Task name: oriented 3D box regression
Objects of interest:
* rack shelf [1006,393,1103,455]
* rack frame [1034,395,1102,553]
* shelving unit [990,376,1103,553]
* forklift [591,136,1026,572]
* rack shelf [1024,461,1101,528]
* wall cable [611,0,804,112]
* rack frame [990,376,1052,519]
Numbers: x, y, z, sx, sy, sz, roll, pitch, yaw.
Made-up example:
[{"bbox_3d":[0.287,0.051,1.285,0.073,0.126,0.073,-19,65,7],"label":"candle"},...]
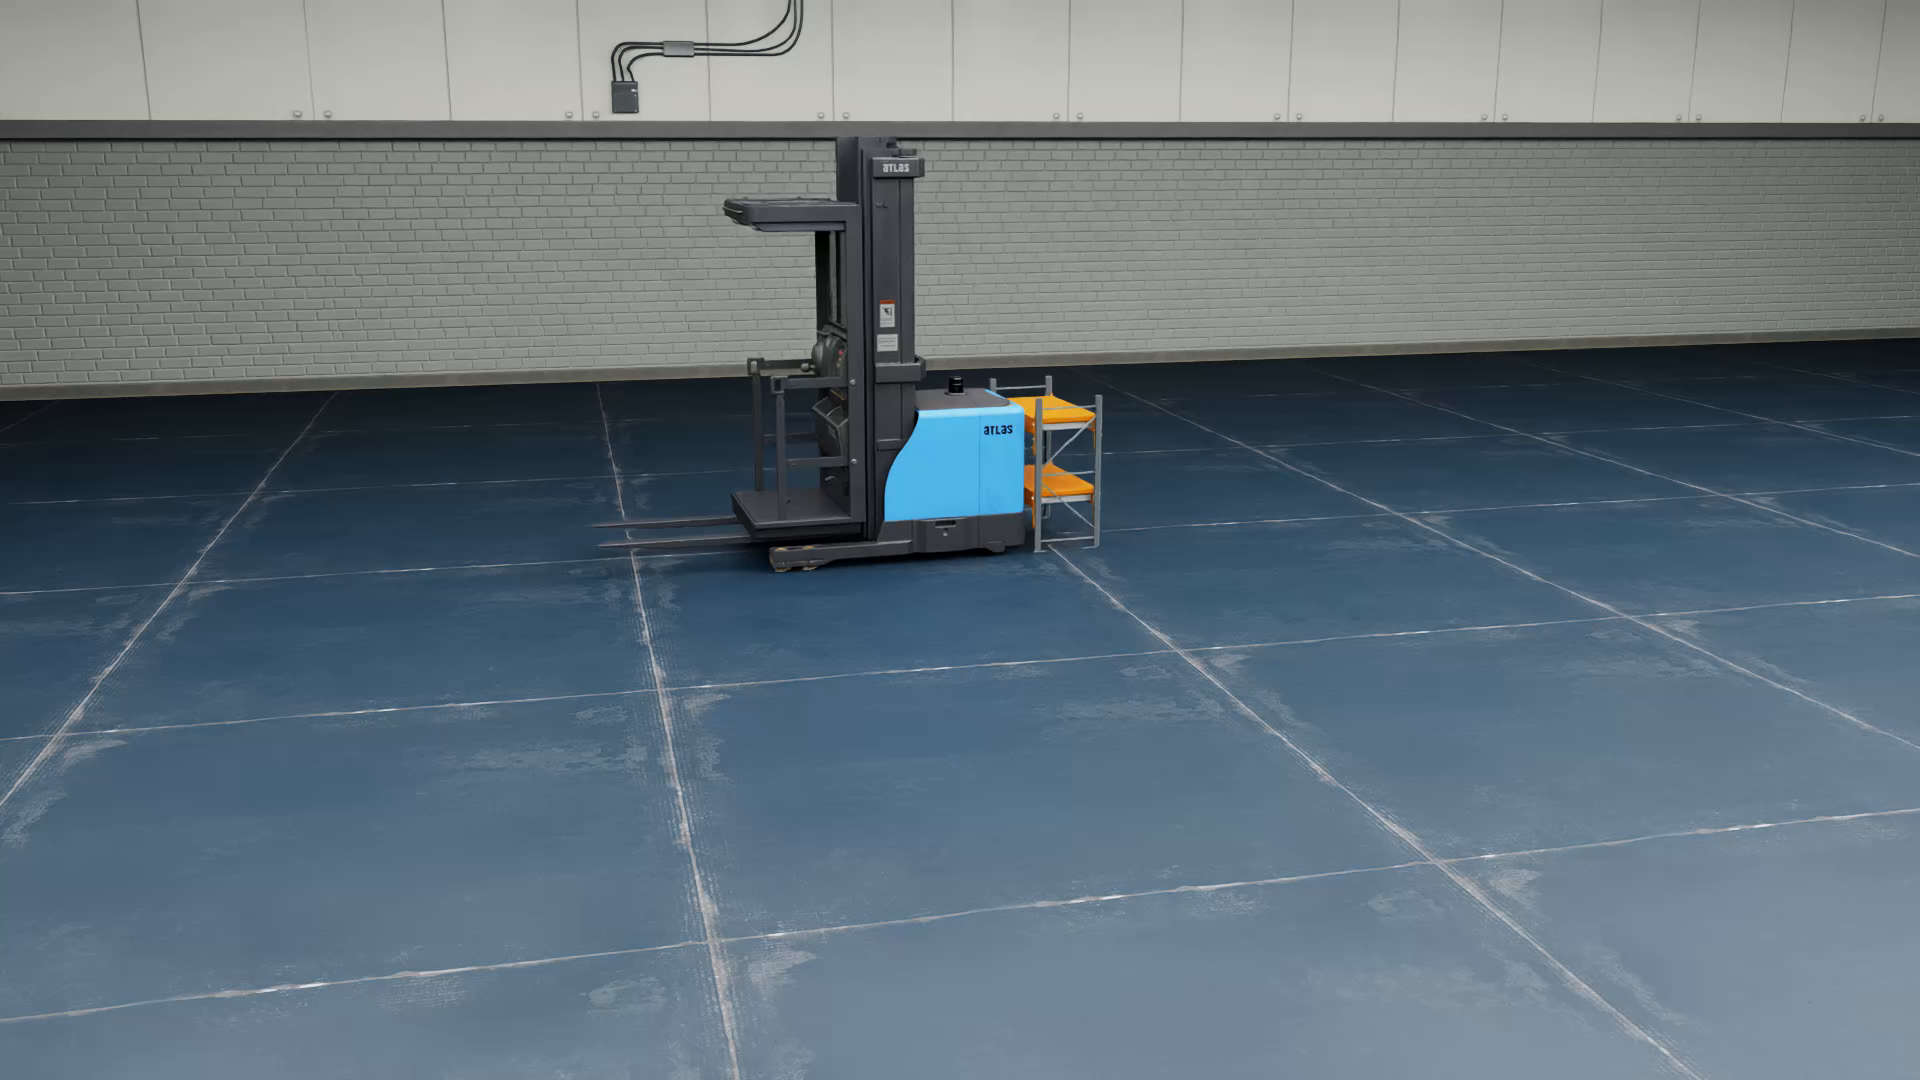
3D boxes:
[{"bbox_3d":[0.624,-0.876,12.407,0.538,0.278,1.000,-4,14,-17],"label":"rack shelf"},{"bbox_3d":[0.779,-0.476,12.006,0.500,1.125,0.032,-4,14,-17],"label":"rack frame"},{"bbox_3d":[0.624,-0.591,12.476,0.538,1.125,1.048,-4,14,-17],"label":"shelving unit"},{"bbox_3d":[-1.102,-1.341,11.742,3.031,2.935,1.130,-4,14,-15],"label":"forklift"},{"bbox_3d":[0.624,-0.354,12.535,0.538,0.278,1.000,-4,14,-17],"label":"rack shelf"},{"bbox_3d":[-2.987,-8.042,19.216,2.305,6.003,0.169,-3,14,-13],"label":"wall cable"},{"bbox_3d":[0.469,-0.706,12.947,0.500,1.125,0.032,-4,14,-17],"label":"rack frame"}]
